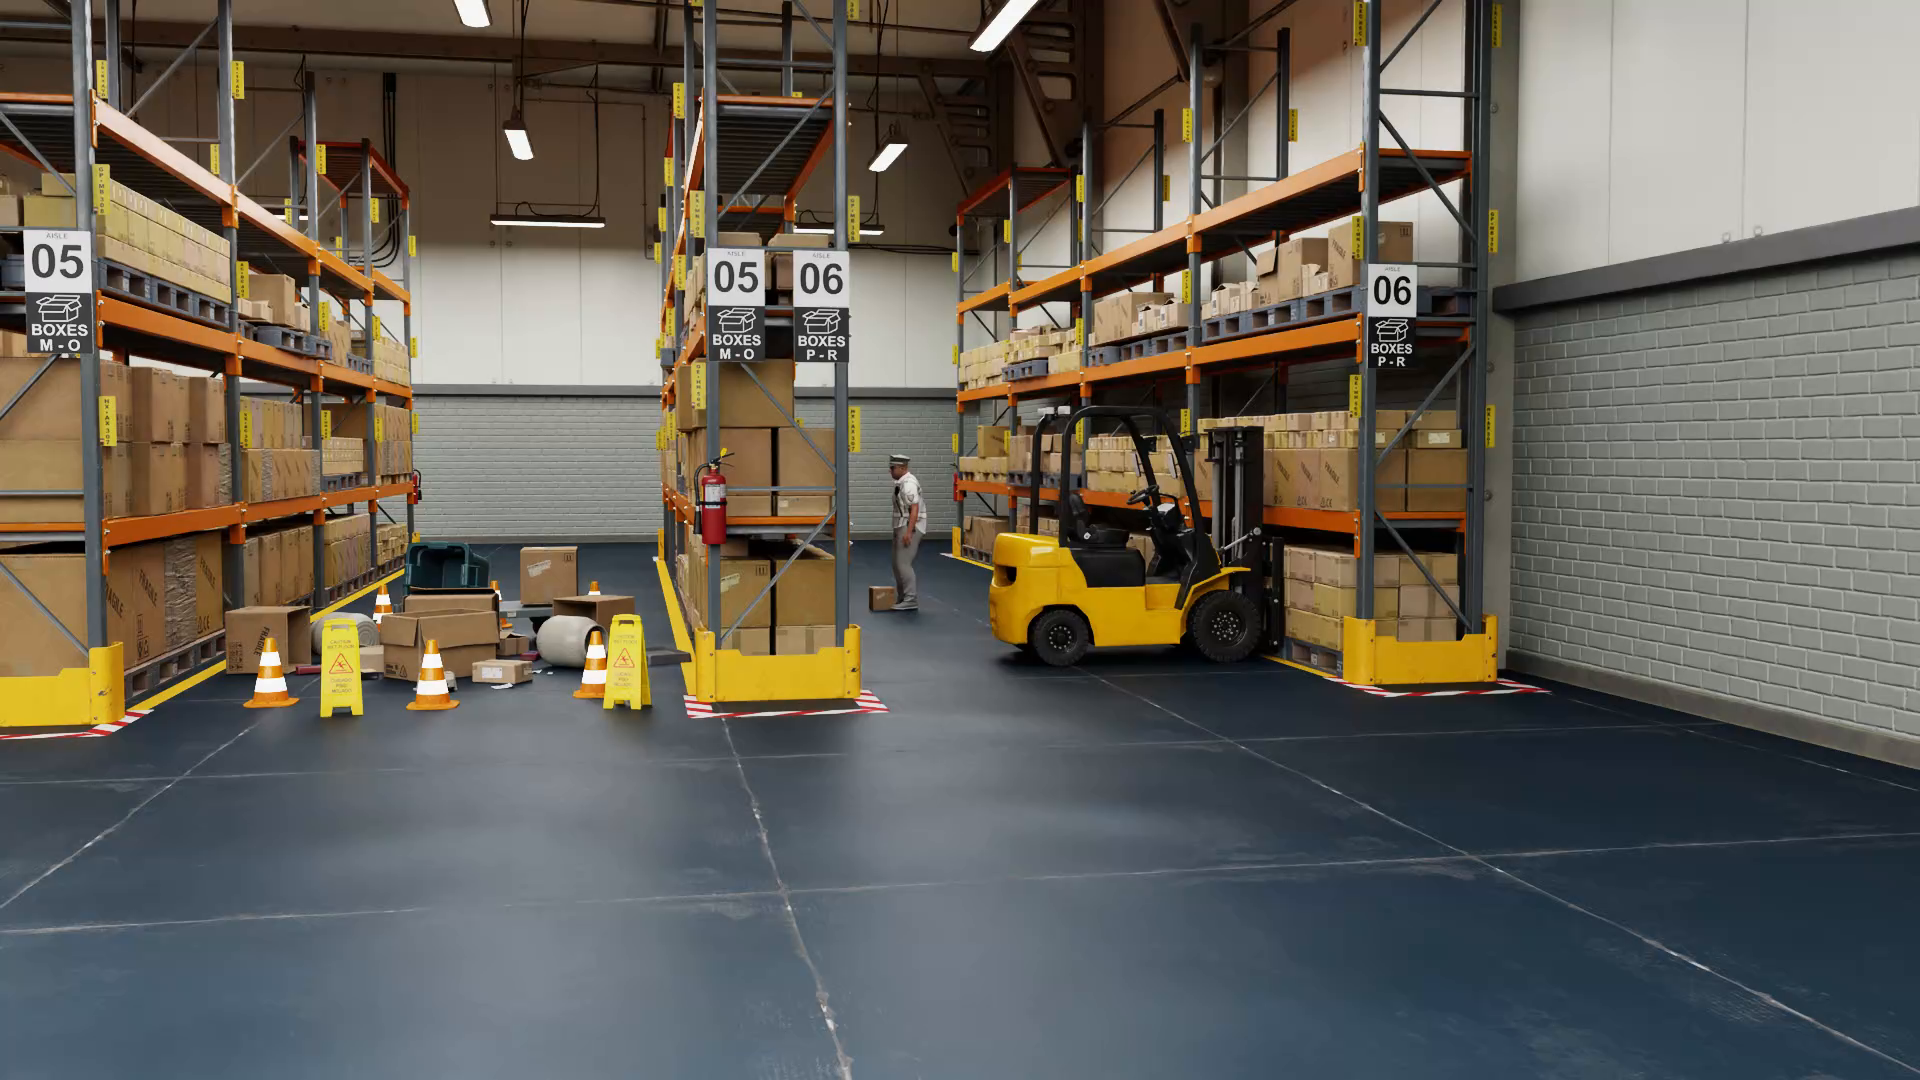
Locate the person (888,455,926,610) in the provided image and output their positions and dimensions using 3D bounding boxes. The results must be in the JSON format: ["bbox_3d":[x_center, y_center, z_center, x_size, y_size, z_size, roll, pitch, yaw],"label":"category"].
[{"bbox_3d":[-0.611,-0.092,18.802,0.437,1.747,0.602,-1,3,-15],"label":"person"}]
